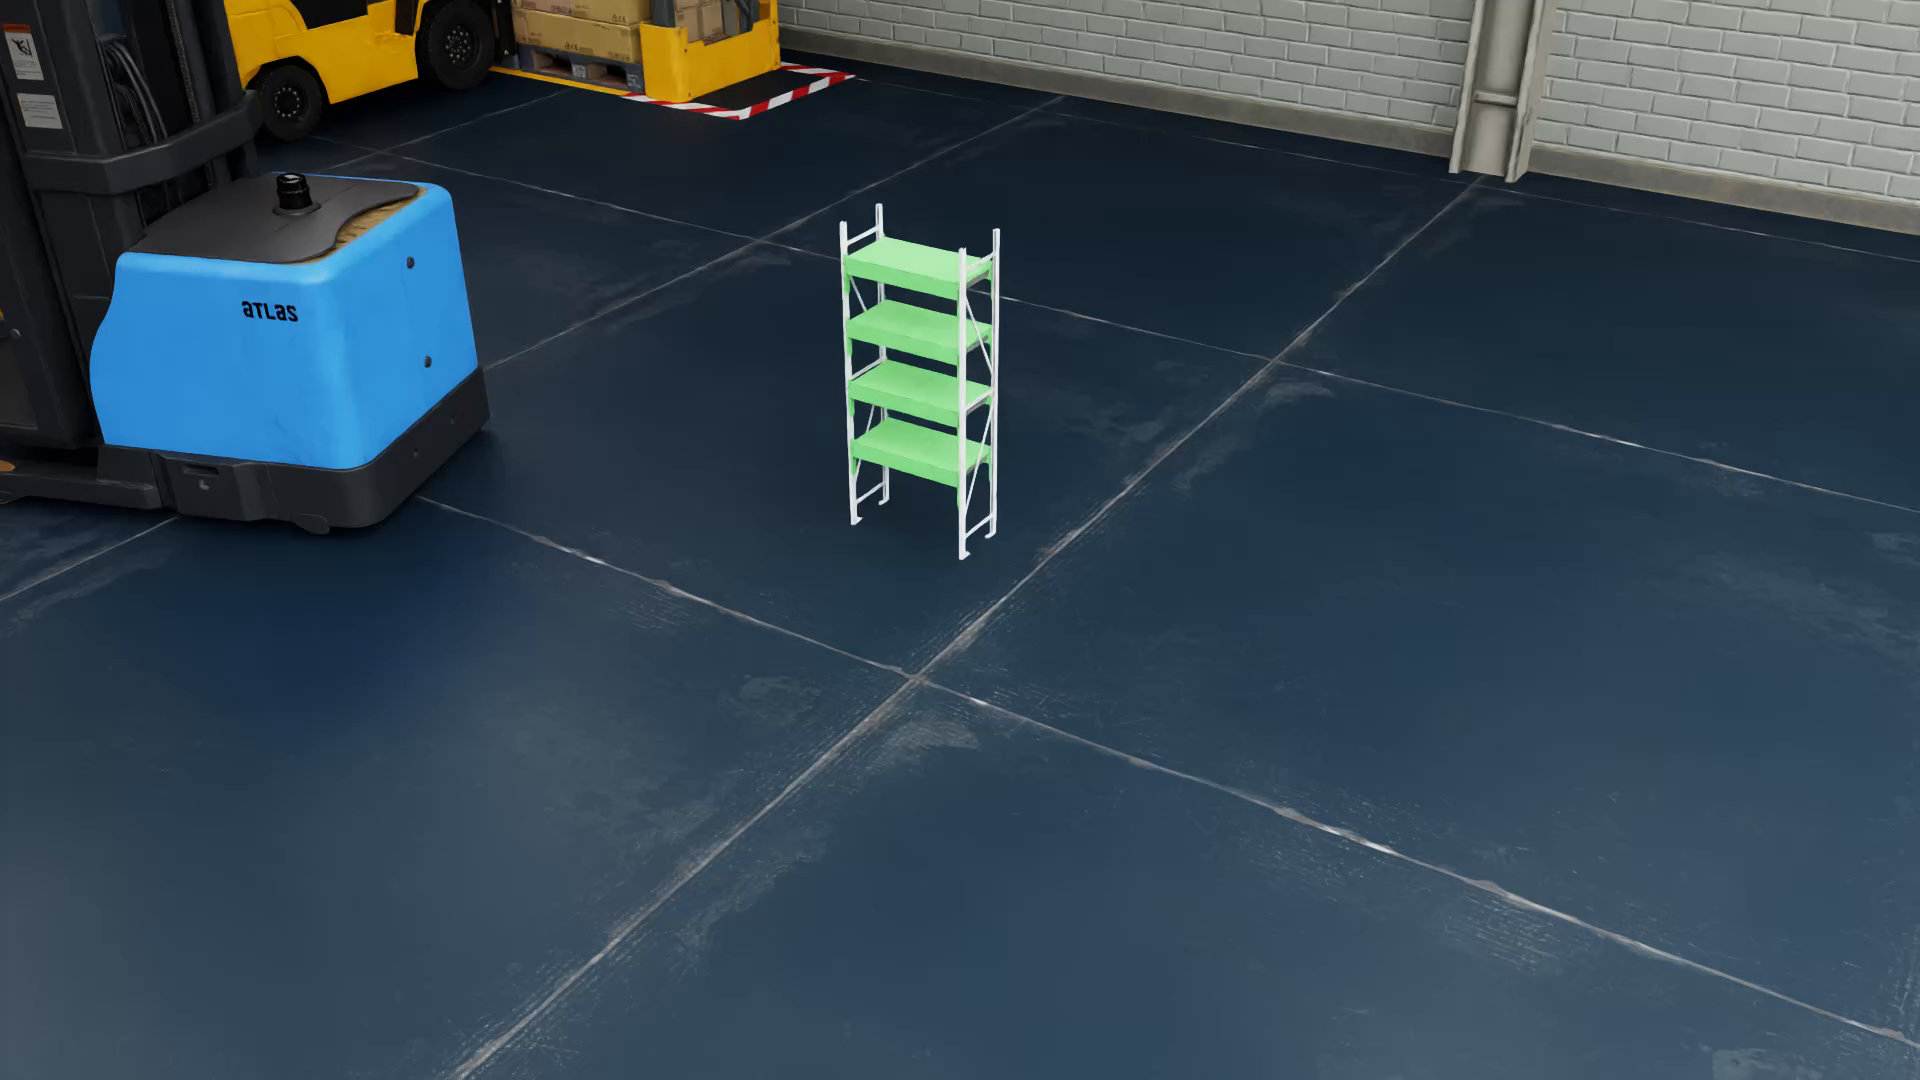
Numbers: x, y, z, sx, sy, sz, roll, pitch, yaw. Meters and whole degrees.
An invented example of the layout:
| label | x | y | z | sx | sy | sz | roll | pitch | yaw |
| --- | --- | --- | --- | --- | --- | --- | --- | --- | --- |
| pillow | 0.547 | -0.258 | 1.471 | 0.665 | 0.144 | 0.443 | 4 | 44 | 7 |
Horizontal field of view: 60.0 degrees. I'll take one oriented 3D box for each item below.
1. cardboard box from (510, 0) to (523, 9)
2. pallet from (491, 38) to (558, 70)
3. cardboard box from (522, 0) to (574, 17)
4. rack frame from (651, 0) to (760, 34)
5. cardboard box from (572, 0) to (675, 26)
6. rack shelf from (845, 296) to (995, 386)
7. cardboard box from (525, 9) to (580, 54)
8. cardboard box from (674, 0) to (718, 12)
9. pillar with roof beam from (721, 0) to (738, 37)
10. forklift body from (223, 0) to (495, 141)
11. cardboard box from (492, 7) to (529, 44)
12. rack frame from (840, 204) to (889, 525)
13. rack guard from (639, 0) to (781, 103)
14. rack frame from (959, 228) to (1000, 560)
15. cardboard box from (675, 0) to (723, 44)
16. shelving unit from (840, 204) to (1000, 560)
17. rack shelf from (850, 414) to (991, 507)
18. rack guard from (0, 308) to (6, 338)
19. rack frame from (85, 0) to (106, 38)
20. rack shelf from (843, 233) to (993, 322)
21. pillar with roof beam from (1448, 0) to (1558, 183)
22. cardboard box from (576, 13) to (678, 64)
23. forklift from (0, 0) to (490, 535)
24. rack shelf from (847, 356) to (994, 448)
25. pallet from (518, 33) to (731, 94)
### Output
| label | x | y | z | sx | sy | sz | roll | pitch | yaw |
| --- | --- | --- | --- | --- | --- | --- | --- | --- | --- |
| cardboard box | -3.211 | -4.048 | 12.028 | 0.500 | 0.250 | 0.500 | 17 | 34 | 26 |
| pallet | -3.464 | -3.883 | 12.697 | 1.213 | 0.211 | 1.003 | 18 | 35 | 27 |
| cardboard box | -2.763 | -3.919 | 11.807 | 0.500 | 0.250 | 0.500 | 17 | 34 | 27 |
| rack frame | -1.765 | -4.573 | 11.113 | 0.127 | 3.000 | 1.000 | 18 | 35 | 27 |
| cardboard box | -2.343 | -3.780 | 11.568 | 0.500 | 0.250 | 0.500 | 17 | 34 | 27 |
| rack shelf | -0.140 | -0.715 | 5.935 | 0.480 | 0.148 | 0.258 | 18 | 35 | 27 |
| cardboard box | -2.747 | -3.695 | 11.920 | 0.500 | 0.250 | 0.500 | 18 | 35 | 27 |
| cardboard box | -2.053 | -3.998 | 11.942 | 0.500 | 0.250 | 0.500 | 18 | 35 | 28 |
| pillar with roof beam | -4.164 | -5.899 | 7.431 | 0.400 | 9.000 | 9.100 | 18 | 35 | 27 |
| forklift body | -4.341 | -3.936 | 10.863 | 1.214 | 2.155 | 2.313 | 18 | 35 | 27 |
| cardboard box | -3.166 | -3.833 | 12.156 | 0.500 | 0.250 | 0.500 | 18 | 35 | 28 |
| rack frame | -0.347 | -0.628 | 6.136 | 0.015 | 1.200 | 0.240 | 18 | 35 | 27 |
| rack guard | -1.745 | -3.487 | 11.731 | 0.348 | 0.500 | 1.175 | 18 | 35 | 27 |
| rack frame | 0.066 | -0.497 | 5.912 | 0.015 | 1.200 | 0.240 | 18 | 35 | 27 |
| cardboard box | -2.077 | -3.782 | 12.068 | 0.500 | 0.250 | 0.500 | 18 | 35 | 28 |
| shelving unit | -0.140 | -0.563 | 6.024 | 0.503 | 1.200 | 0.258 | 18 | 35 | 27 |
| rack shelf | -0.140 | -0.300 | 6.177 | 0.480 | 0.148 | 0.258 | 18 | 35 | 27 |
| rack guard | -4.465 | -1.395 | 8.144 | 0.348 | 0.500 | 1.175 | 18 | 35 | 27 |
| rack frame | -4.401 | -2.454 | 7.480 | 0.127 | 3.000 | 1.000 | 18 | 35 | 27 |
| rack shelf | -0.140 | -0.922 | 5.814 | 0.480 | 0.148 | 0.258 | 18 | 35 | 27 |
| pillar with roof beam | 0.918 | -4.291 | 4.675 | 0.400 | 9.000 | 9.100 | 18 | 35 | 27 |
| cardboard box | -2.331 | -3.558 | 11.684 | 0.500 | 0.250 | 0.500 | 18 | 35 | 28 |
| forklift | -3.546 | -1.659 | 6.185 | 3.031 | 2.935 | 1.130 | 6 | 31 | 11 |
| rack shelf | -0.140 | -0.507 | 6.056 | 0.480 | 0.148 | 0.258 | 18 | 35 | 27 |
| pallet | -2.435 | -3.556 | 12.136 | 1.213 | 0.211 | 1.003 | 18 | 35 | 27 |
